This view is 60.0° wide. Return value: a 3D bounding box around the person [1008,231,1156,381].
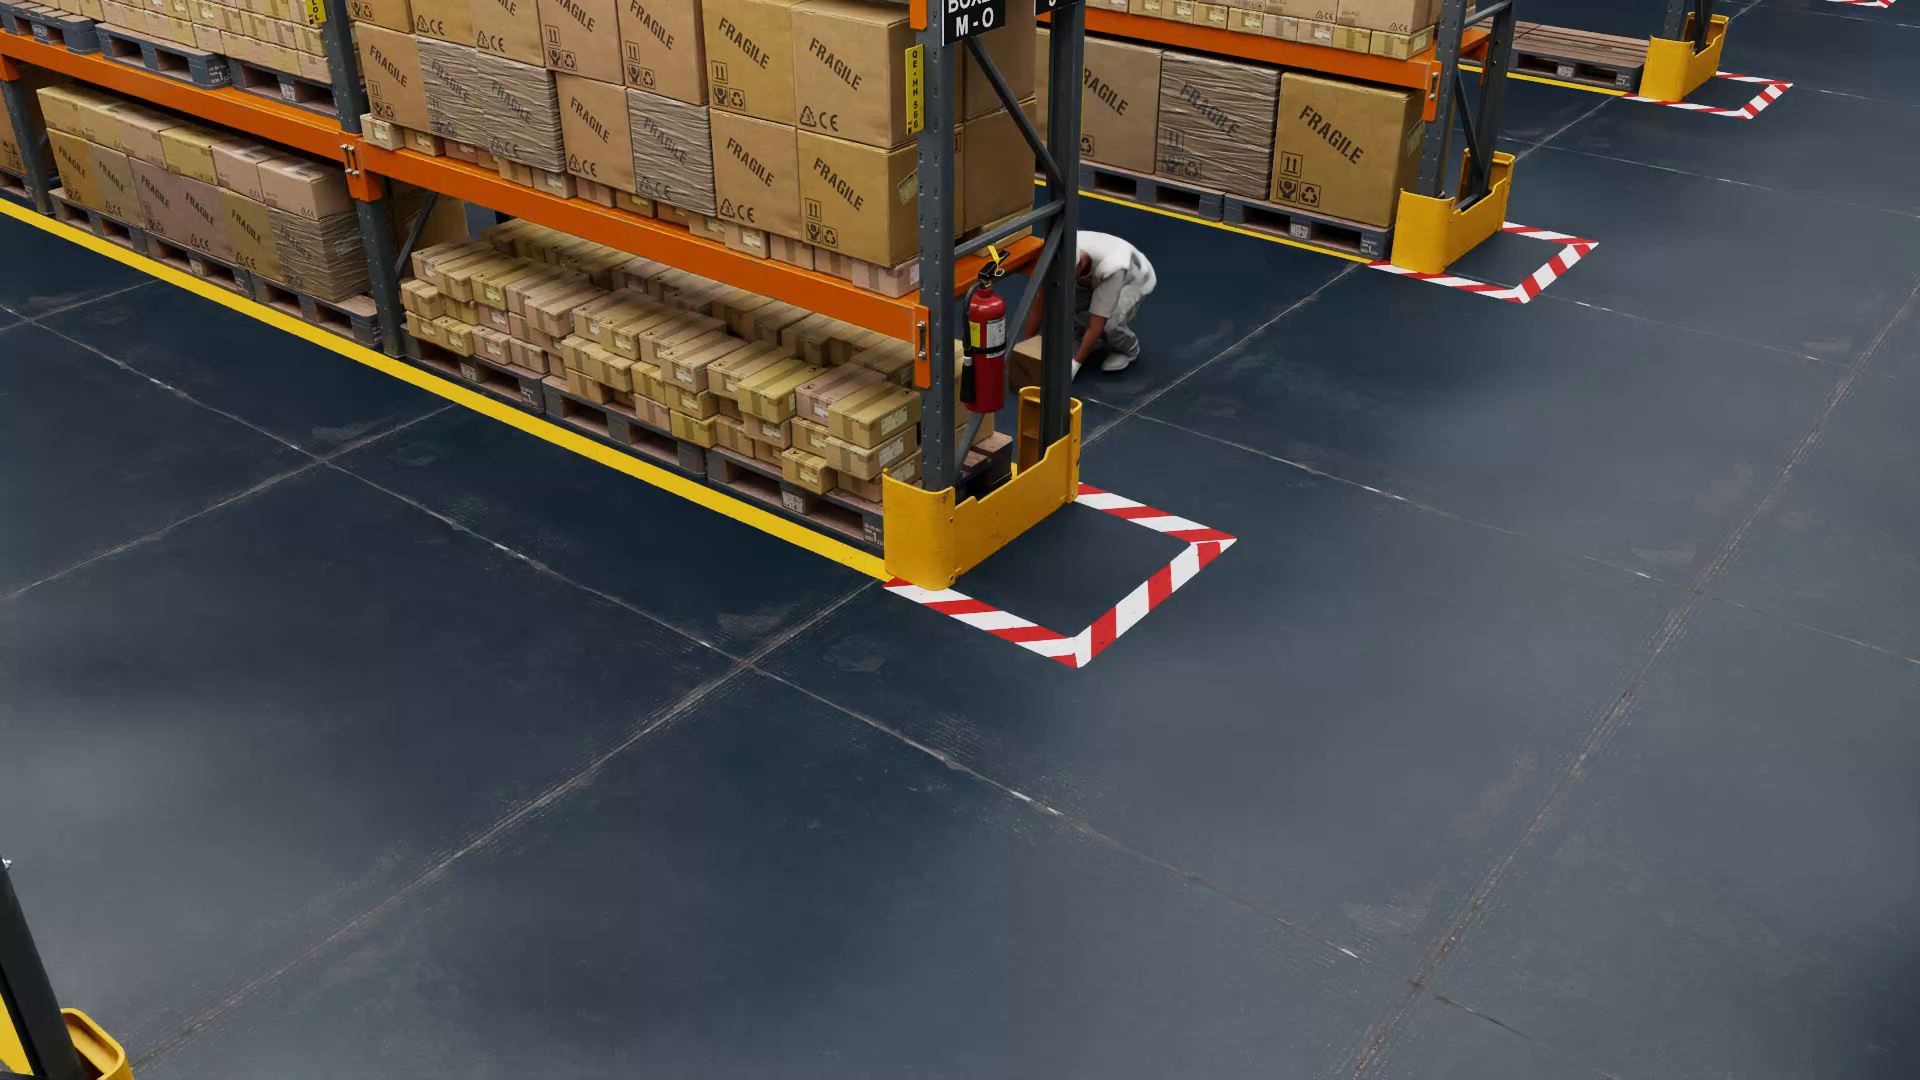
[{"bbox_3d":[0.728,-1.358,9.303,0.576,0.877,0.954,25,39,35],"label":"person"}]
